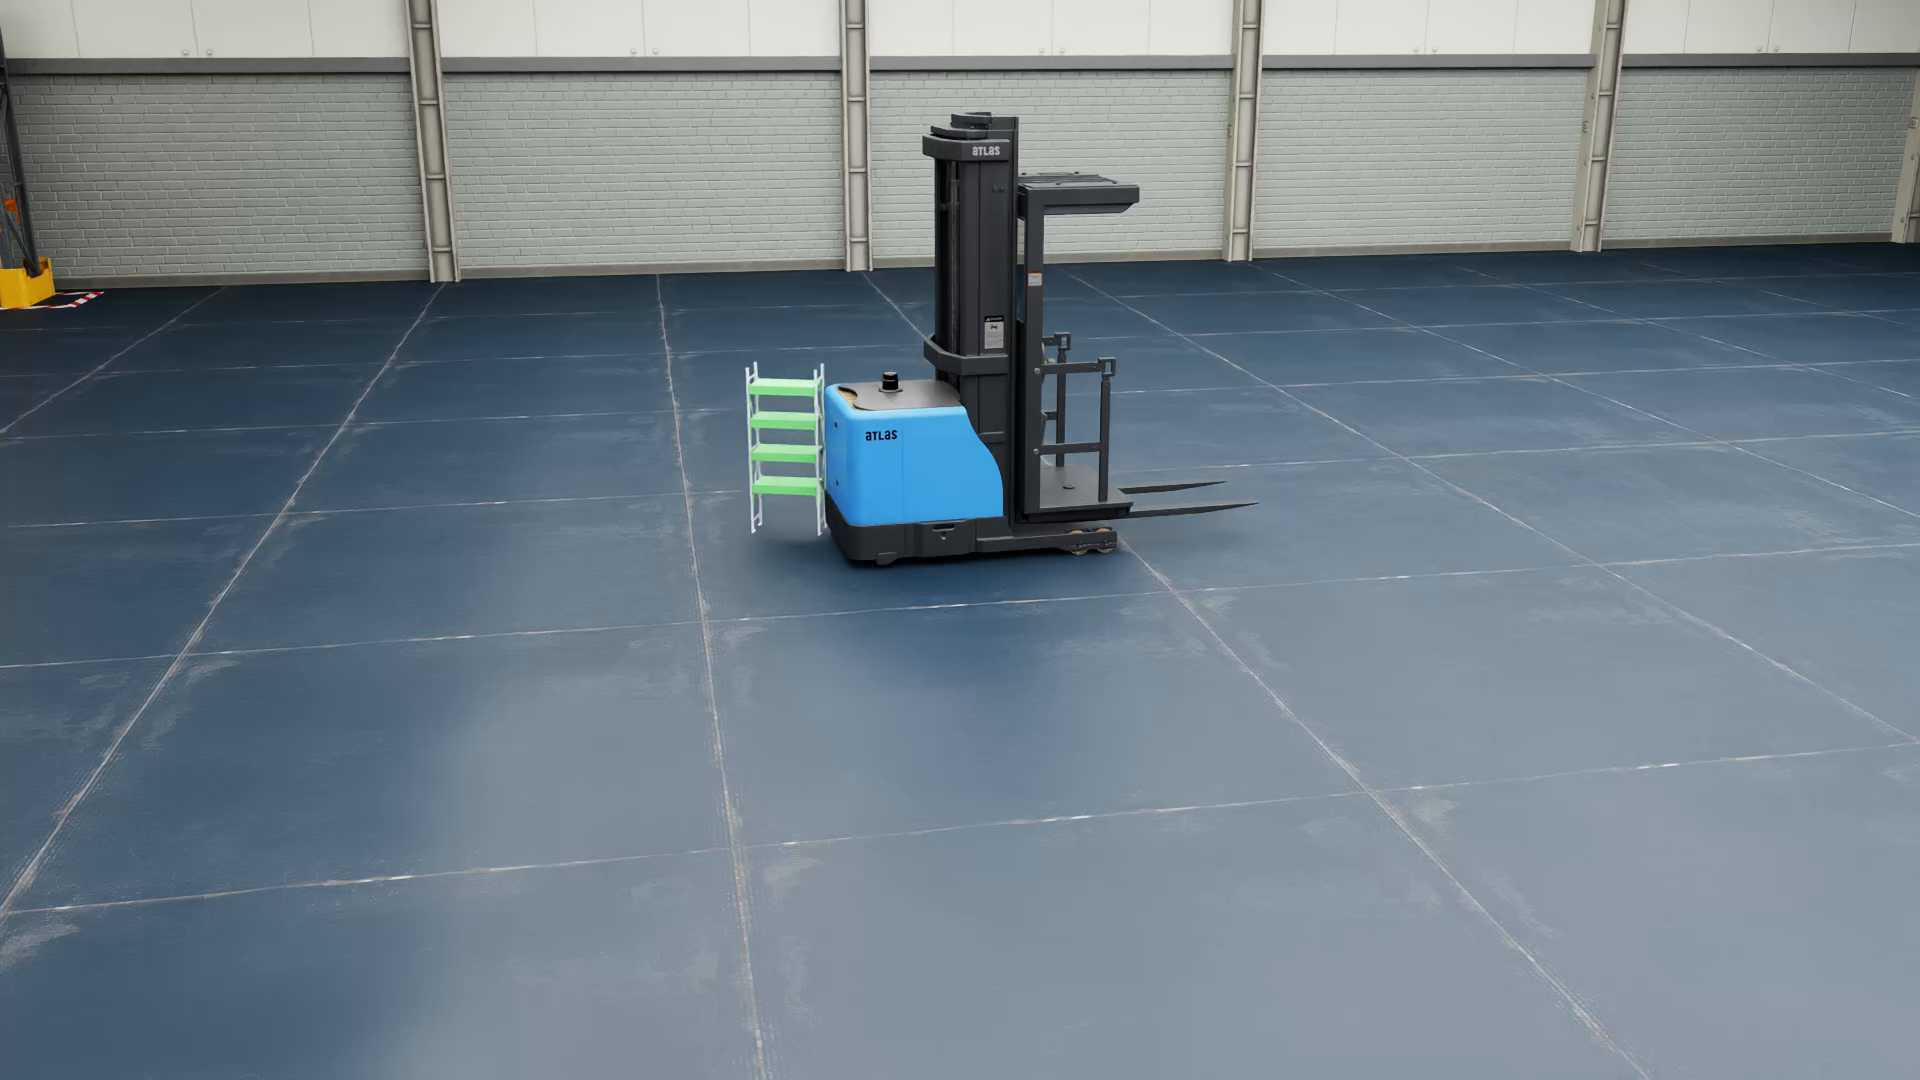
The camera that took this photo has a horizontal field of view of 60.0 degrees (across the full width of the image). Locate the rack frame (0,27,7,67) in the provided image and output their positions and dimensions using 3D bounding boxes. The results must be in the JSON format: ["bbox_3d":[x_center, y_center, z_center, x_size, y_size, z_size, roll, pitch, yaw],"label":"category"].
[{"bbox_3d":[-12.461,-7.494,20.883,0.127,3.000,1.000,-3,17,-10],"label":"rack frame"}]

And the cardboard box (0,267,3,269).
[{"bbox_3d":[-12.980,-3.541,22.200,0.500,0.250,0.500,-3,17,-10],"label":"cardboard box"}]

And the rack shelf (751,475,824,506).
[{"bbox_3d":[-1.234,-0.360,11.973,0.480,0.148,0.258,3,17,8],"label":"rack shelf"}]

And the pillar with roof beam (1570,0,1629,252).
[{"bbox_3d":[11.066,-7.810,21.914,0.400,9.000,9.100,-3,17,-10],"label":"pillar with roof beam"}]

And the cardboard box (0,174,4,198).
[{"bbox_3d":[-13.000,-4.726,21.919,0.500,0.500,0.500,-3,17,-9],"label":"cardboard box"}]

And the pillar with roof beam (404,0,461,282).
[{"bbox_3d":[-6.607,-6.808,18.650,0.400,9.000,9.100,-3,17,-10],"label":"pillar with roof beam"}]

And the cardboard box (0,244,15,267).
[{"bbox_3d":[-12.962,-3.785,22.142,0.500,0.250,0.500,-3,17,-9],"label":"cardboard box"}]

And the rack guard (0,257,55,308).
[{"bbox_3d":[-12.437,-3.432,22.135,0.348,0.500,1.175,-3,17,-10],"label":"rack guard"}]

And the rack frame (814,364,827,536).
[{"bbox_3d":[-0.992,-0.640,11.850,0.015,1.200,0.240,3,17,8],"label":"rack frame"}]

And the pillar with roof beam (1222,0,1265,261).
[{"bbox_3d":[5.175,-7.476,20.826,0.400,9.000,9.100,-3,17,-10],"label":"pillar with roof beam"}]

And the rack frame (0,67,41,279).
[{"bbox_3d":[-12.461,-4.626,21.763,0.127,3.000,1.000,-3,17,-10],"label":"rack frame"}]

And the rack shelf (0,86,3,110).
[{"bbox_3d":[-14.424,-5.604,21.066,4.000,0.370,1.077,-3,17,-10],"label":"rack shelf"}]

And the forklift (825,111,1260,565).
[{"bbox_3d":[0.607,-1.446,11.526,3.031,2.935,1.130,-4,18,-13],"label":"forklift"}]

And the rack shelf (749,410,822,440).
[{"bbox_3d":[-1.233,-0.819,11.832,0.480,0.148,0.258,3,17,8],"label":"rack shelf"}]

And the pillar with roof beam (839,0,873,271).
[{"bbox_3d":[-0.716,-7.142,19.738,0.400,9.000,9.100,-3,17,-10],"label":"pillar with roof beam"}]

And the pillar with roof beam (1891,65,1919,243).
[{"bbox_3d":[16.957,-8.144,23.002,0.400,9.000,9.100,-3,17,-10],"label":"pillar with roof beam"}]

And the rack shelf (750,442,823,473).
[{"bbox_3d":[-1.233,-0.589,11.902,0.480,0.148,0.258,3,17,8],"label":"rack shelf"}]

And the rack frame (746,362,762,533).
[{"bbox_3d":[-1.475,-0.661,11.917,0.015,1.200,0.240,3,17,8],"label":"rack frame"}]

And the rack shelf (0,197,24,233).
[{"bbox_3d":[-14.424,-4.170,21.506,4.000,0.370,1.077,-3,17,-10],"label":"rack shelf"}]

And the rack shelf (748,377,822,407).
[{"bbox_3d":[-1.232,-1.048,11.761,0.480,0.148,0.258,3,17,8],"label":"rack shelf"}]

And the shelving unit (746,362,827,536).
[{"bbox_3d":[-1.233,-0.650,11.884,0.503,1.200,0.258,3,17,8],"label":"shelving unit"}]
